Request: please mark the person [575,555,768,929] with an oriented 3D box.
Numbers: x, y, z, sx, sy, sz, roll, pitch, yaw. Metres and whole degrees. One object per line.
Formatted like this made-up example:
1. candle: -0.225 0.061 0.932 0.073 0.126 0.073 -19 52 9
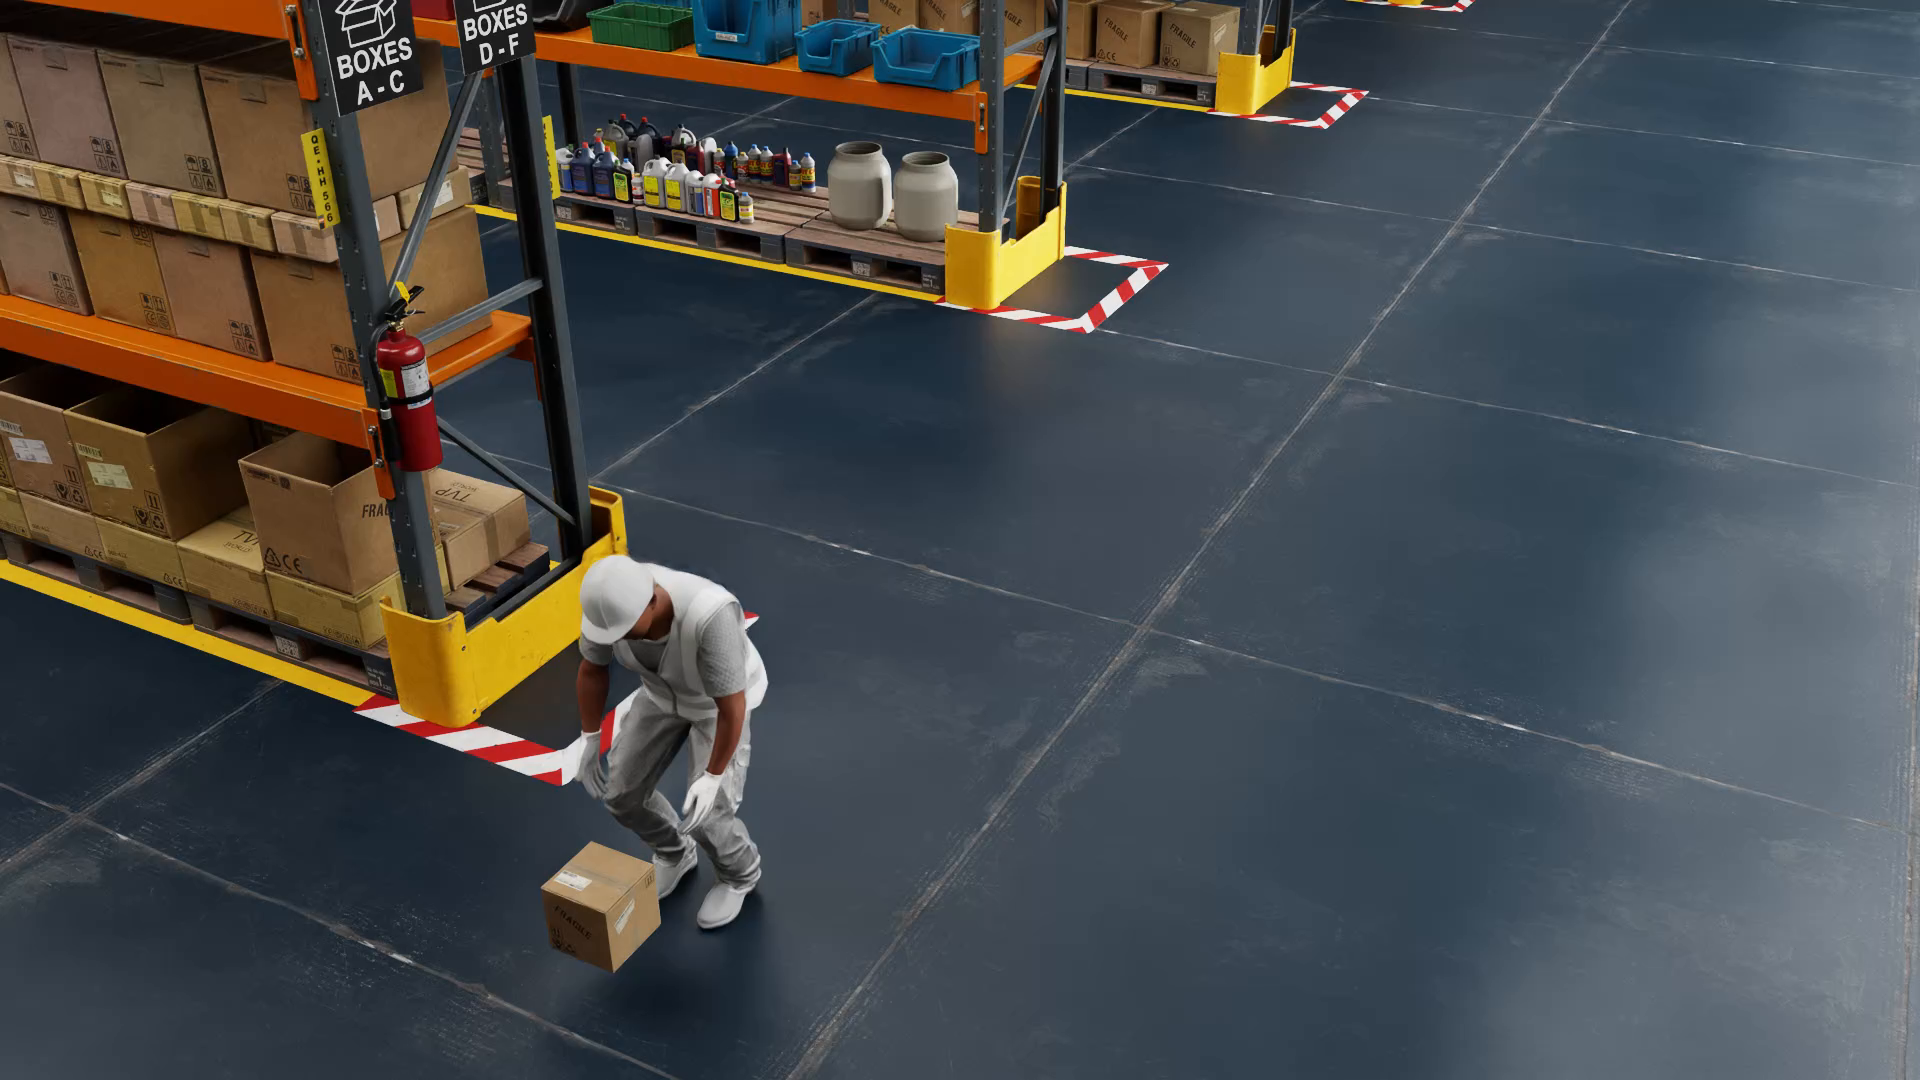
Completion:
1. person: -0.897 0.599 5.350 0.610 1.498 0.717 14 33 24
